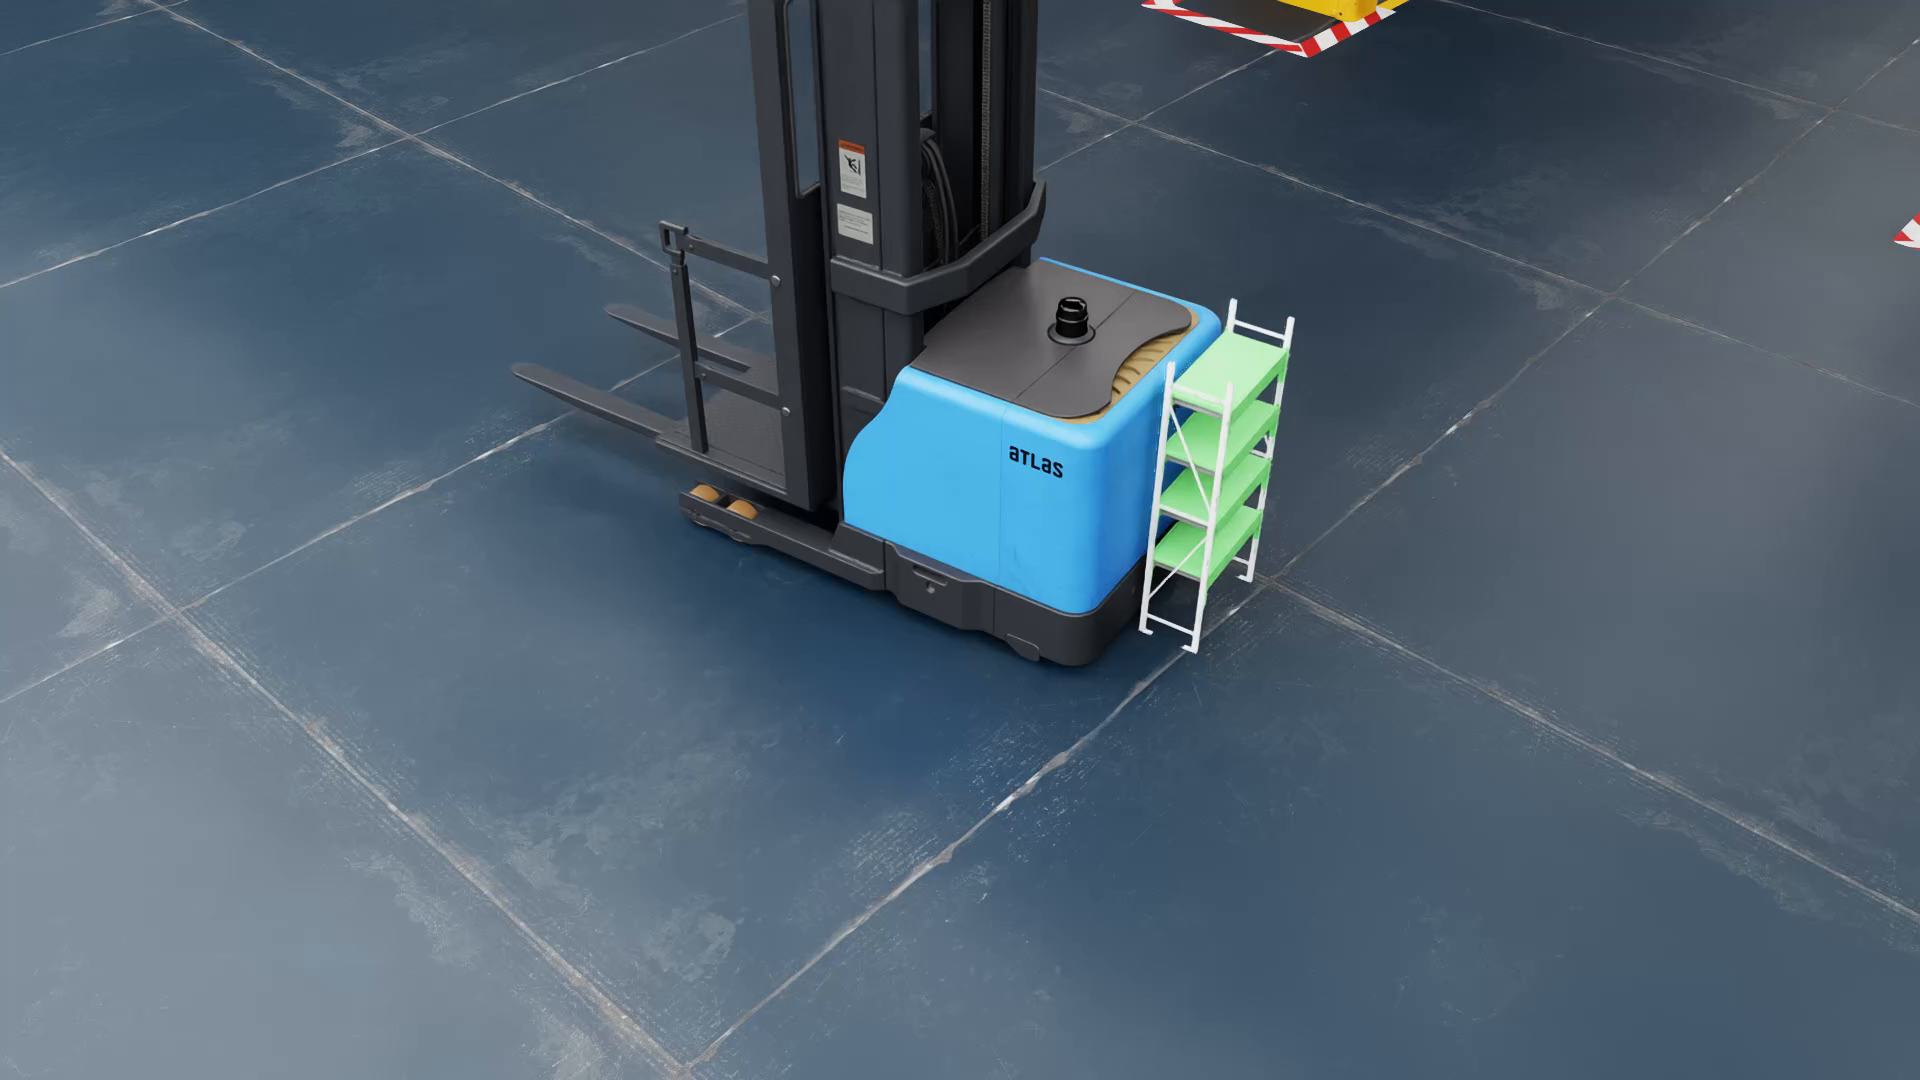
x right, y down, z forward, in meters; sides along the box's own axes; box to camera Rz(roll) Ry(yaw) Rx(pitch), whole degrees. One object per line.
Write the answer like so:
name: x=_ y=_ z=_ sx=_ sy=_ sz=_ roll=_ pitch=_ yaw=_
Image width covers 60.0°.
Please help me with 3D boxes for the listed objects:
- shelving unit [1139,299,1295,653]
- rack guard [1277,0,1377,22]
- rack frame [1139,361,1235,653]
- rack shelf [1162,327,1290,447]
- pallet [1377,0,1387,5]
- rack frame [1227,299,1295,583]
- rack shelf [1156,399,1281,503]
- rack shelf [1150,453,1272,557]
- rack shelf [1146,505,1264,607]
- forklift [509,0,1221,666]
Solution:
shelving unit: x=0.923 y=-0.215 z=6.053 sx=0.258 sy=1.200 sz=0.503 roll=22 pitch=44 yaw=24
rack guard: x=2.296 y=-3.959 z=11.327 sx=1.175 sy=0.500 sz=0.348 roll=30 pitch=47 yaw=32
rack frame: x=0.792 y=-0.087 z=5.892 sx=0.240 sy=1.200 sz=0.015 roll=22 pitch=44 yaw=24
rack shelf: x=0.928 y=-0.539 z=5.792 sx=0.258 sy=0.148 sz=0.480 roll=22 pitch=44 yaw=24
pallet: x=2.871 y=-4.205 z=11.868 sx=1.003 sy=0.211 sz=1.213 roll=30 pitch=47 yaw=32
rack frame: x=1.054 y=-0.344 z=6.215 sx=0.240 sy=1.200 sz=0.015 roll=22 pitch=44 yaw=24
rack shelf: x=0.925 y=-0.352 z=5.943 sx=0.258 sy=0.148 sz=0.480 roll=22 pitch=44 yaw=24
rack shelf: x=0.922 y=-0.166 z=6.093 sx=0.258 sy=0.148 sz=0.480 roll=22 pitch=44 yaw=24
rack shelf: x=0.919 y=0.021 z=6.244 sx=0.258 sy=0.148 sz=0.480 roll=22 pitch=44 yaw=24
forklift: x=-0.543 y=-1.392 z=6.146 sx=3.031 sy=2.935 sz=1.130 roll=22 pitch=43 yaw=25
